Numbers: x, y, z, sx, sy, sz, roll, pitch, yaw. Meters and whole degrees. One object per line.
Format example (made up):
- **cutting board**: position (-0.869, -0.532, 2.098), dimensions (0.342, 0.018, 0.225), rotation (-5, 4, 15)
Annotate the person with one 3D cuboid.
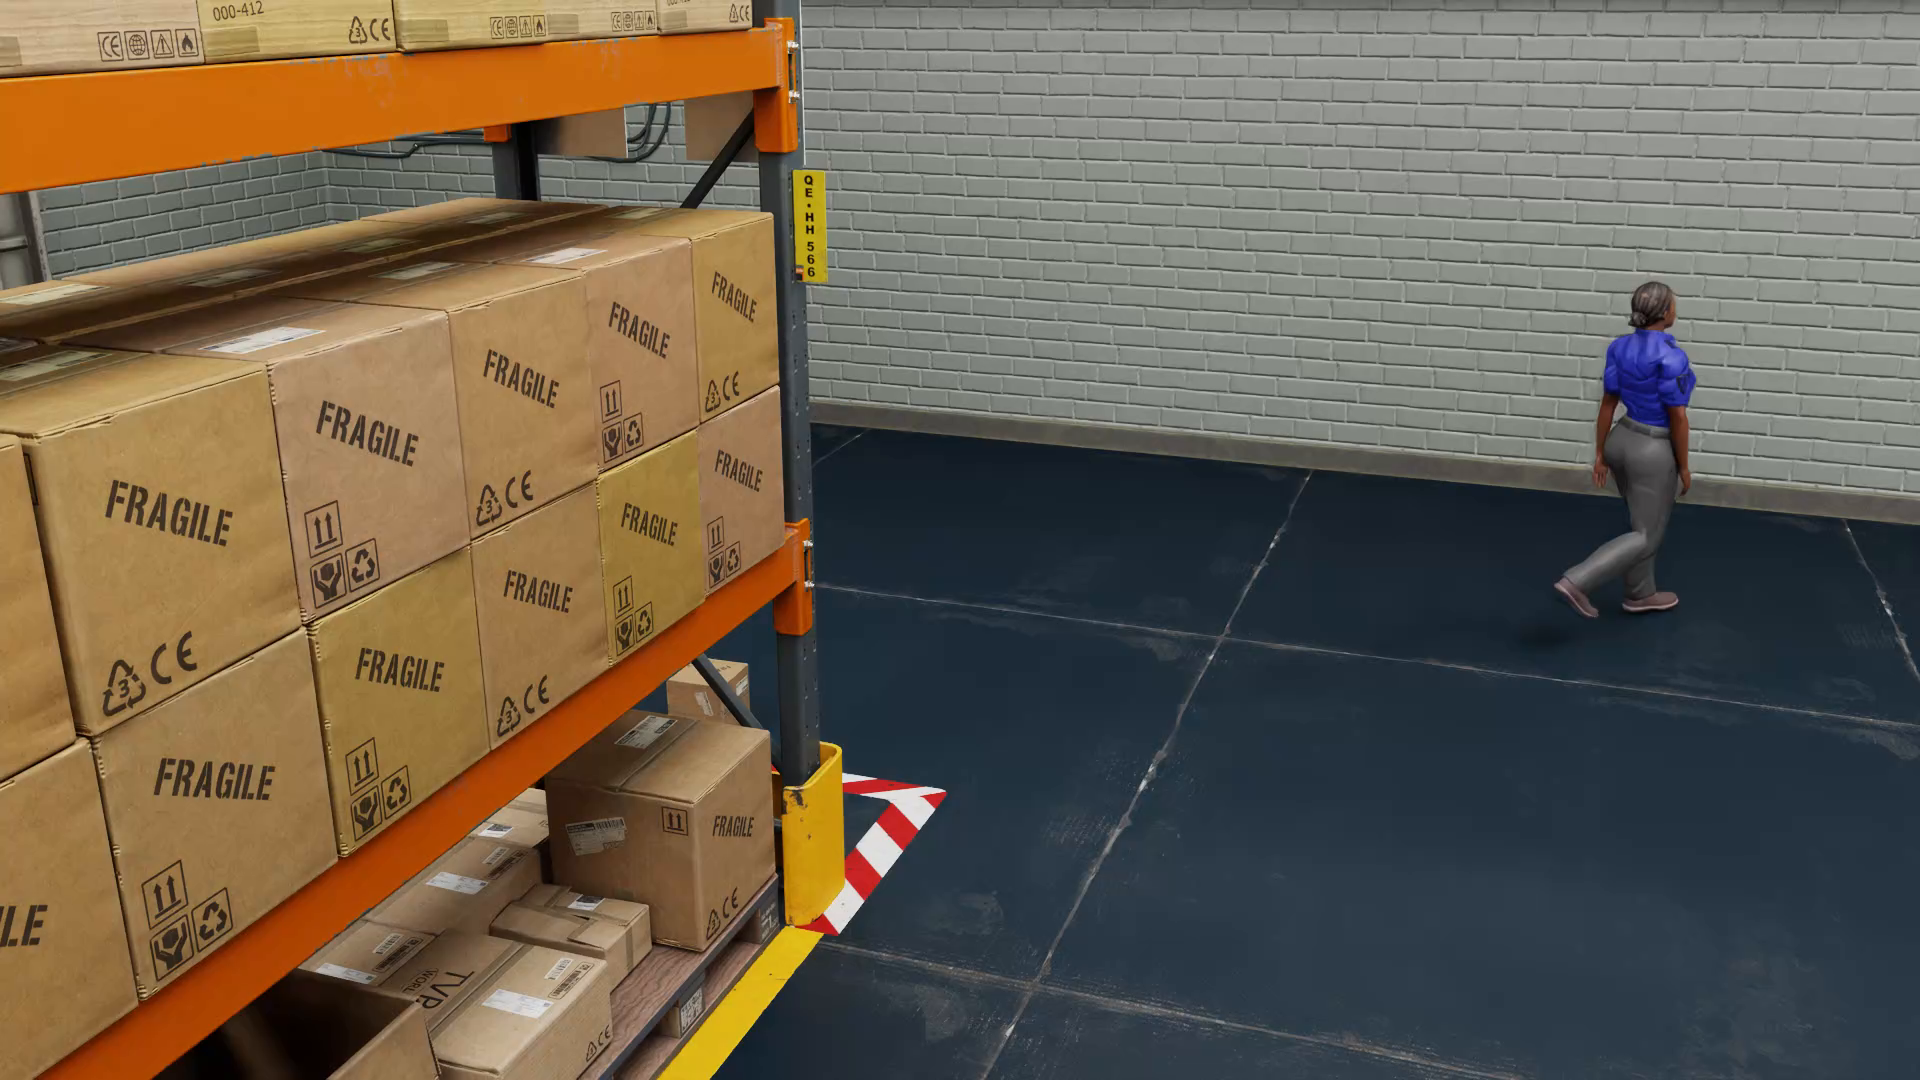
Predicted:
- **person**: position (3.128, -0.386, 7.688), dimensions (0.841, 1.618, 0.442), rotation (-6, 20, -17)
